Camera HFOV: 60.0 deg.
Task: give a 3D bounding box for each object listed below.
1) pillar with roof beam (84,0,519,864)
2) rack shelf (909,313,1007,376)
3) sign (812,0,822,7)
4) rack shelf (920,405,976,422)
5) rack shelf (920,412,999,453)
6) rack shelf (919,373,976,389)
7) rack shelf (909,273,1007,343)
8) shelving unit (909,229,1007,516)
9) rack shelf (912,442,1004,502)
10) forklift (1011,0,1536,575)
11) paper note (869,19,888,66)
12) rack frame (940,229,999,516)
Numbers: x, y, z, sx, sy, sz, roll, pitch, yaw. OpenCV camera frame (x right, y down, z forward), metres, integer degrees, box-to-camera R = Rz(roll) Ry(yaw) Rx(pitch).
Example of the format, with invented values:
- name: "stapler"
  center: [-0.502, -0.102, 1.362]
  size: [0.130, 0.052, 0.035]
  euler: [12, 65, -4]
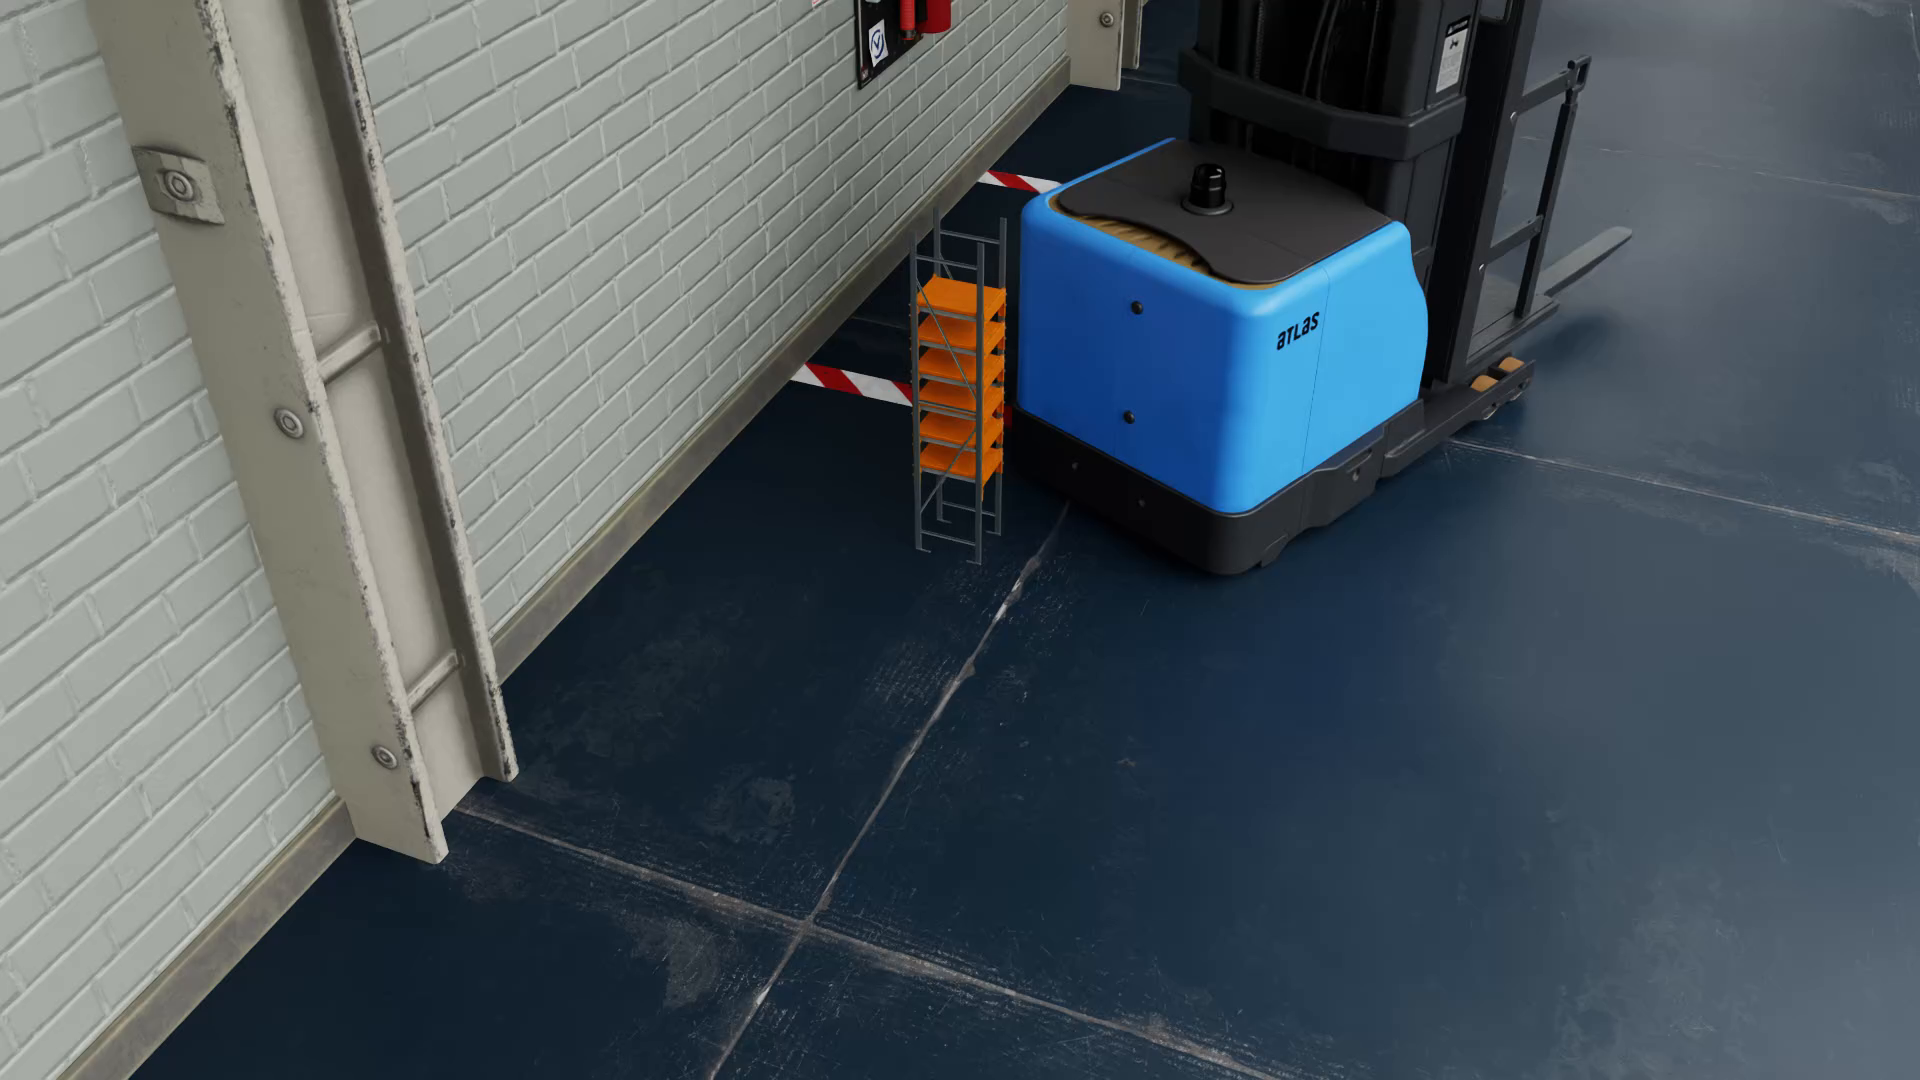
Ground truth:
- name: "pillar with roof beam"
  center: [2.481, -1.878, 0.746]
  size: [9.100, 9.000, 0.400]
  euler: [14, 39, 18]
- name: "rack shelf"
  center: [-0.005, -0.629, 5.263]
  size: [0.258, 0.103, 0.180]
  euler: [14, 39, 18]
- name: "sign"
  center: [7.911, -5.353, 10.324]
  size: [11.513, 0.391, 16.451]
  euler: [14, 39, 18]
- name: "rack shelf"
  center: [-0.005, -0.453, 5.395]
  size: [0.199, 0.020, 0.166]
  euler: [14, 39, 18]
- name: "rack shelf"
  center: [-0.005, -0.363, 5.462]
  size: [0.221, 0.034, 0.171]
  euler: [14, 39, 18]
- name: "rack shelf"
  center: [-0.005, -0.549, 5.323]
  size: [0.199, 0.020, 0.166]
  euler: [14, 39, 18]
- name: "rack shelf"
  center: [-0.005, -0.725, 5.191]
  size: [0.258, 0.103, 0.180]
  euler: [14, 39, 18]
- name: "shelving unit"
  center: [-0.005, -0.473, 5.381]
  size: [0.258, 1.046, 0.183]
  euler: [14, 39, 18]
- name: "rack shelf"
  center: [-0.006, -0.245, 5.550]
  size: [0.258, 0.103, 0.180]
  euler: [14, 39, 18]
- name: "forklift"
  center: [1.587, -1.834, 5.755]
  size: [3.031, 2.935, 1.130]
  euler: [-31, 46, -34]
- name: "paper note"
  center: [-0.324, -1.983, 6.633]
  size: [0.016, 0.148, 0.142]
  euler: [14, 39, 18]
- name: "rack frame"
  center: [0.030, -0.523, 5.448]
  size: [0.228, 1.046, 0.002]
  euler: [14, 39, 18]
